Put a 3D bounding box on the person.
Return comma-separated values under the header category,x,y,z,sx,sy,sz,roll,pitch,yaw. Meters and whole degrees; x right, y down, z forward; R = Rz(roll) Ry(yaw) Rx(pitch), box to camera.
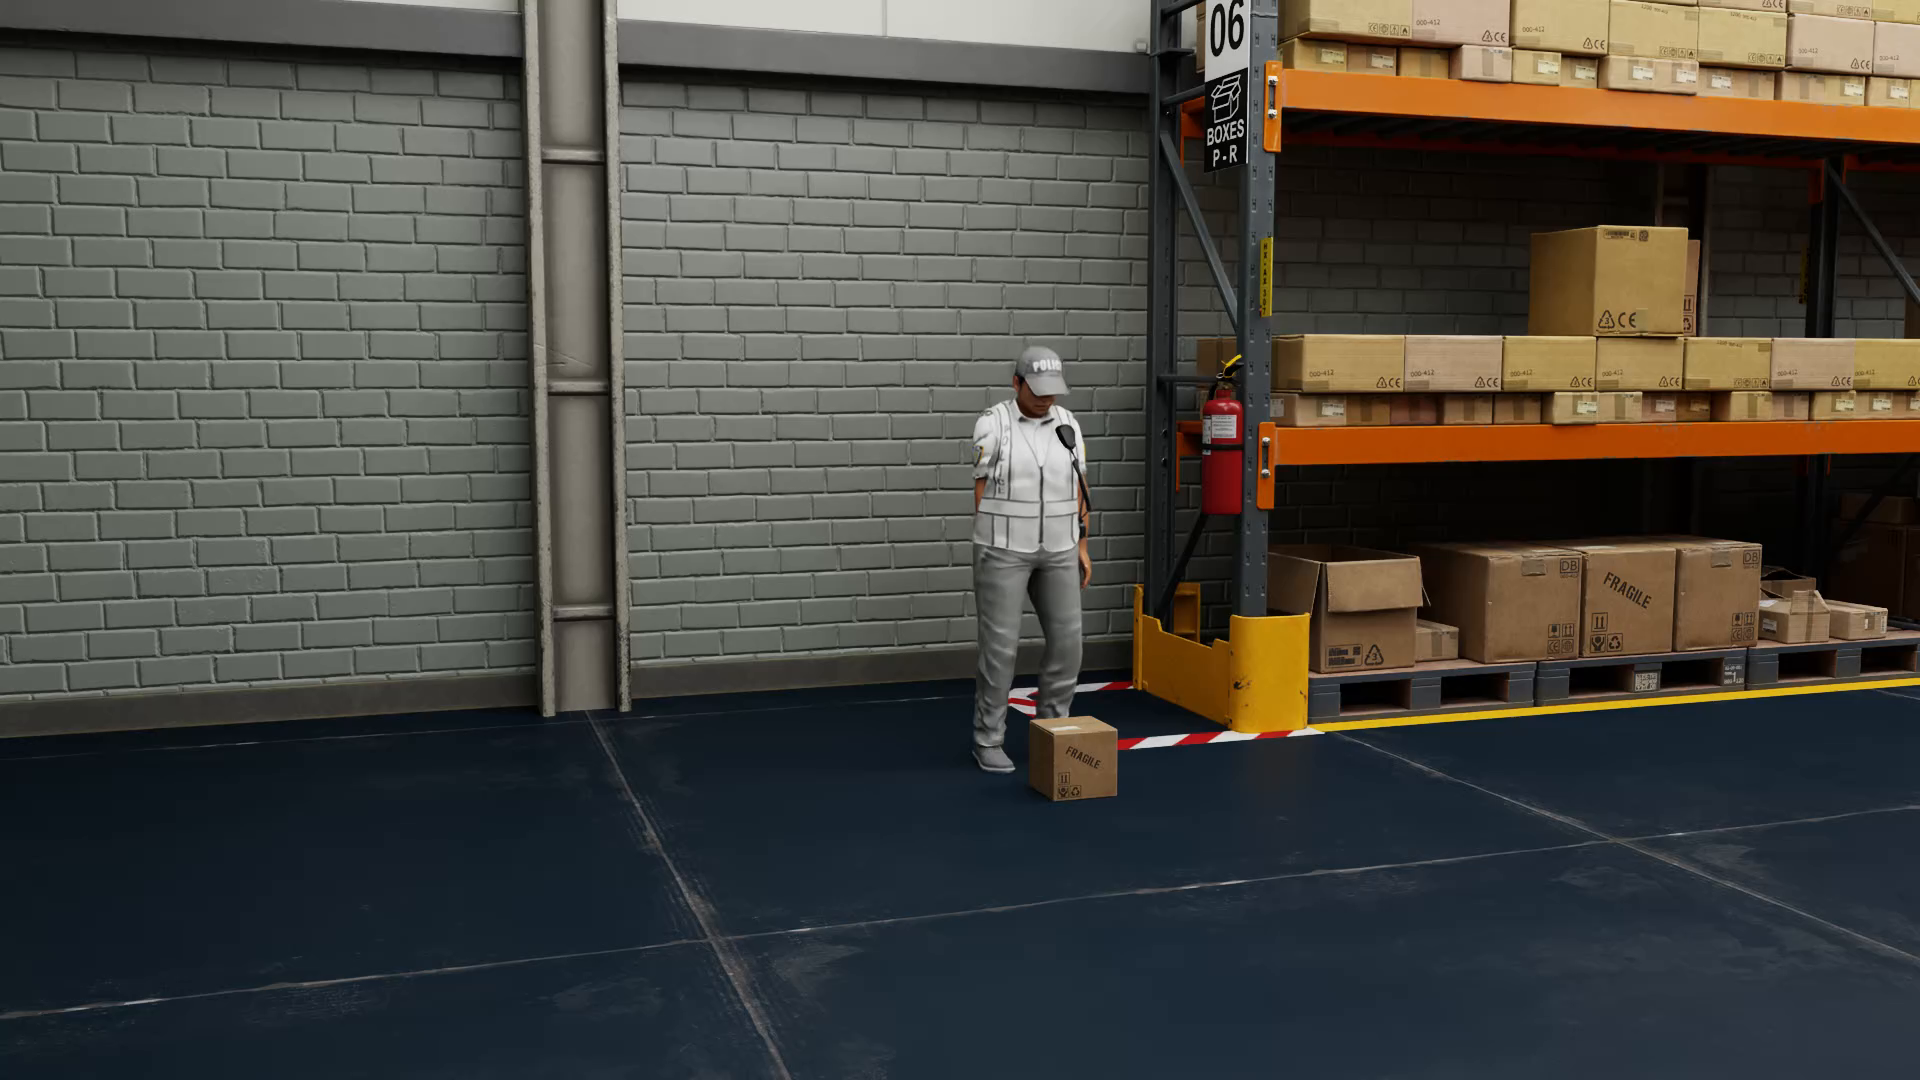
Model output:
category,x,y,z,sx,sy,sz,roll,pitch,yaw
person,0.286,0.070,6.511,0.478,1.649,0.409,-2,6,-18
